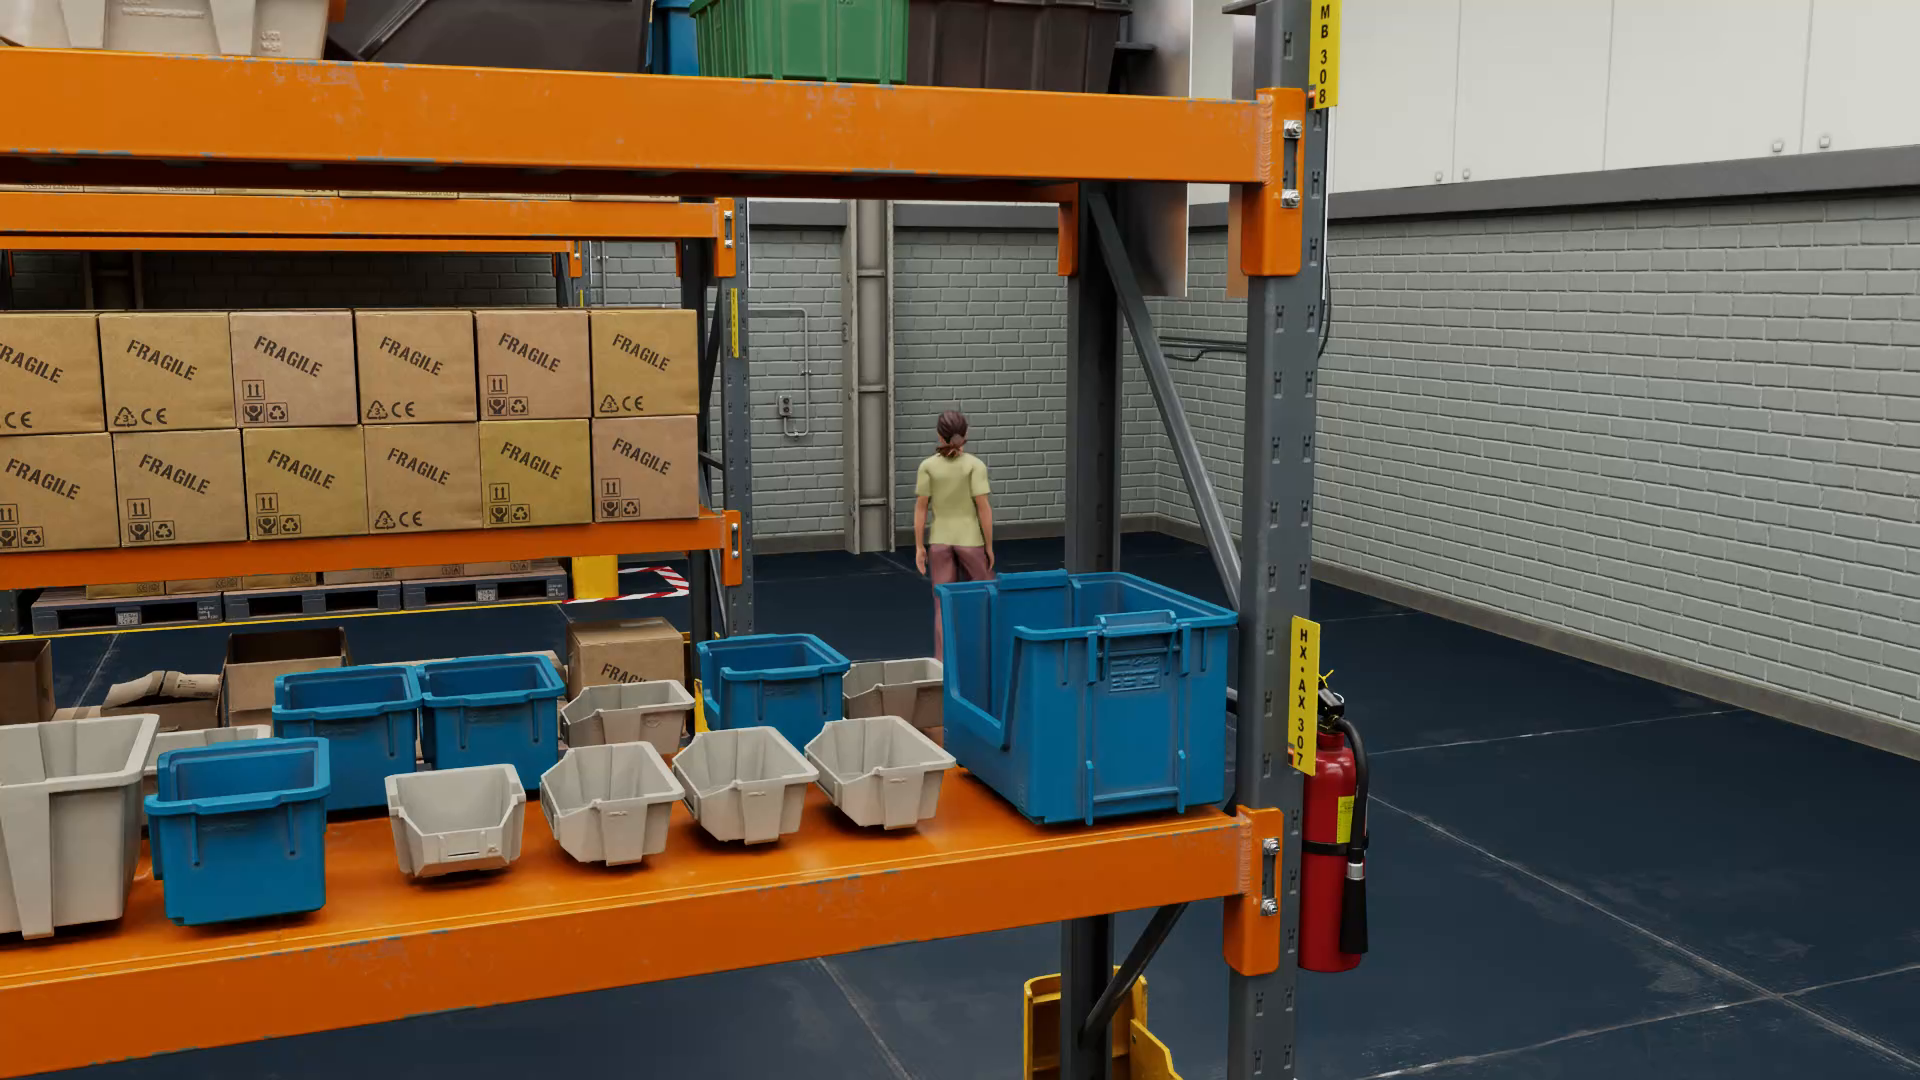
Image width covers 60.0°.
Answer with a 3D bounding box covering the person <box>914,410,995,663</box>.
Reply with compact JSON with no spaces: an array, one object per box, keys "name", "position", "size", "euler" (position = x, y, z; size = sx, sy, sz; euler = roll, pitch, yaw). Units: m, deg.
[{"name":"person","position":[0.010,0.066,9.804],"size":[0.576,1.661,0.446],"euler":[2,9,11]}]
